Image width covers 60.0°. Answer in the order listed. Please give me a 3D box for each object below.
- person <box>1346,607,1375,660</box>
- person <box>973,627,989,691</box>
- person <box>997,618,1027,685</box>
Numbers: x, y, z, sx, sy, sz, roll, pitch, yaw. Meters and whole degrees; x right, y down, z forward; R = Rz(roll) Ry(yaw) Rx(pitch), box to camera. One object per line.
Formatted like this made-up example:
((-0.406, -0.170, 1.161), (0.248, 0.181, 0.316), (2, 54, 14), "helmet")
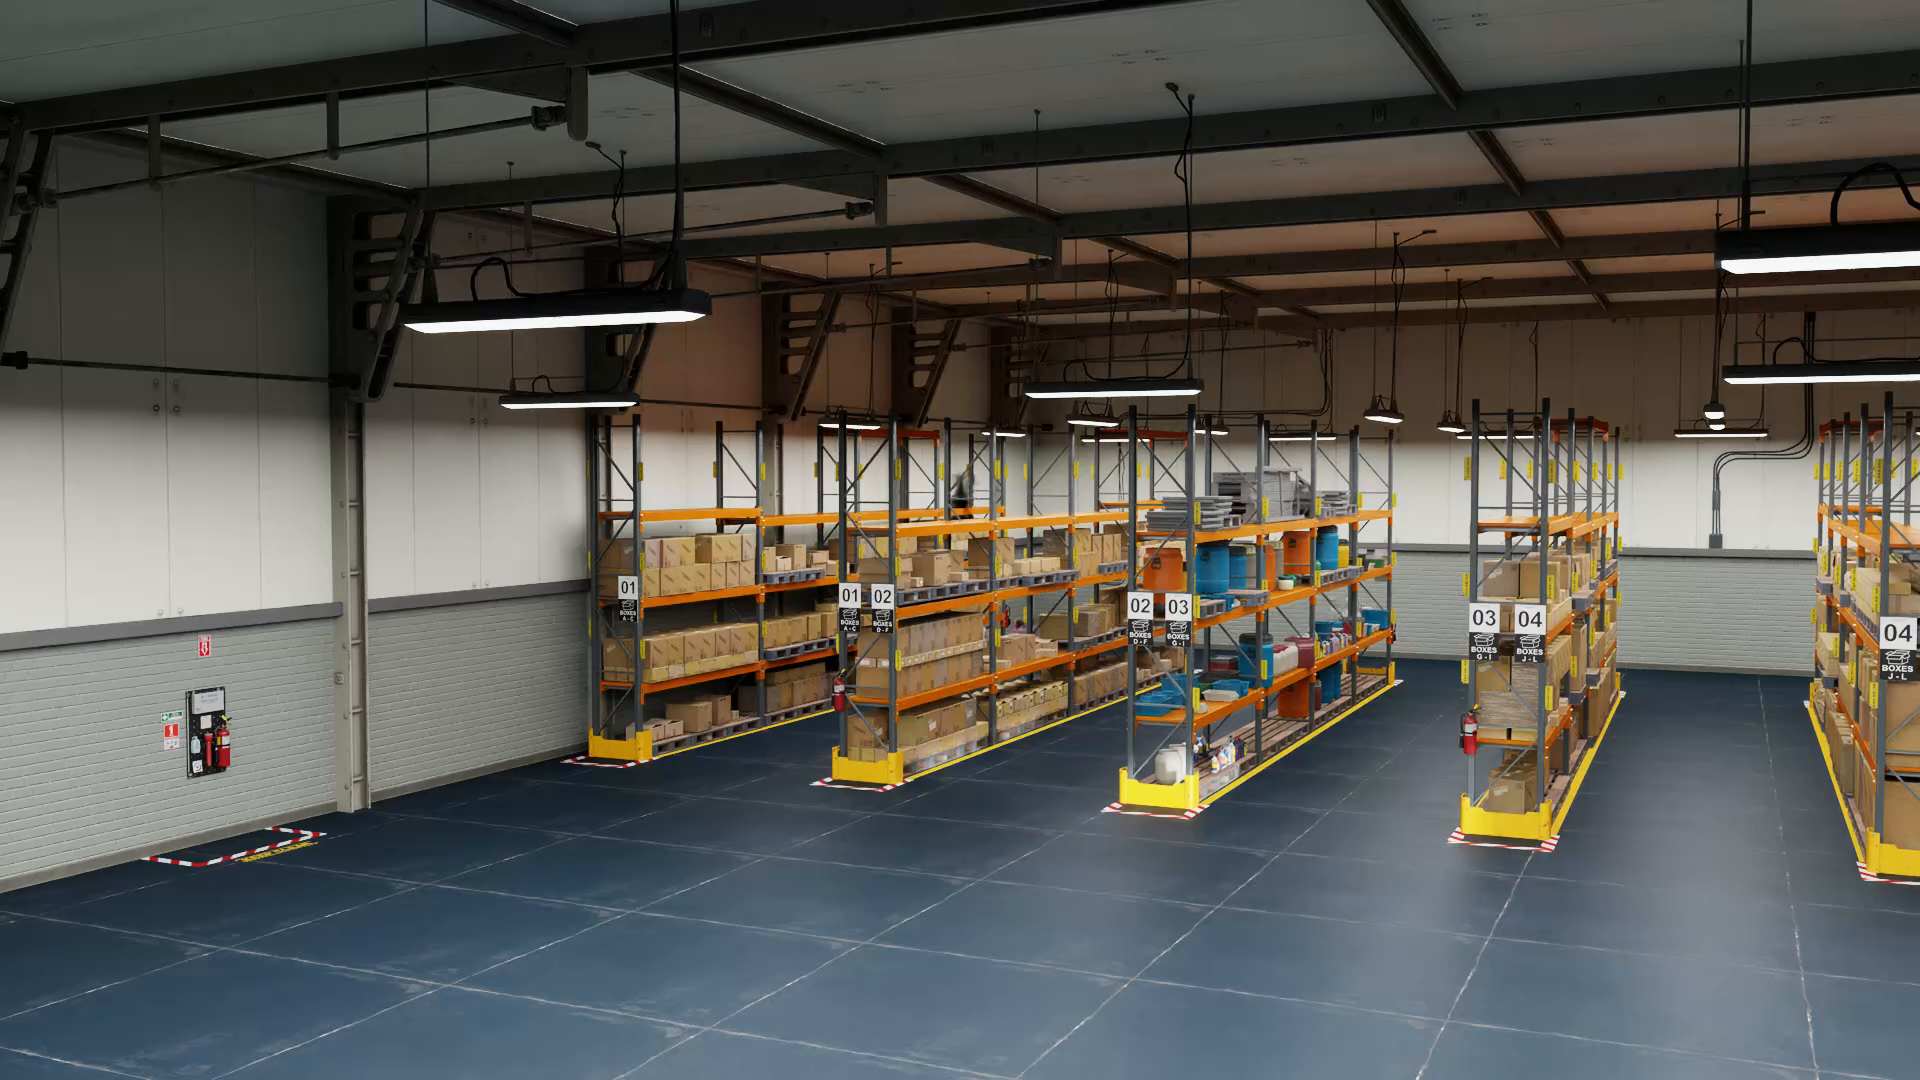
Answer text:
((10.284, 2.462, 42.688), (0.691, 1.536, 1.046), (-1, 3, -30), "person")
((0.382, 2.570, 38.162), (0.629, 1.747, 0.622), (-1, 2, -13), "person")
((1.335, 2.596, 38.924), (0.802, 1.572, 0.591), (-2, 3, -43), "person")
